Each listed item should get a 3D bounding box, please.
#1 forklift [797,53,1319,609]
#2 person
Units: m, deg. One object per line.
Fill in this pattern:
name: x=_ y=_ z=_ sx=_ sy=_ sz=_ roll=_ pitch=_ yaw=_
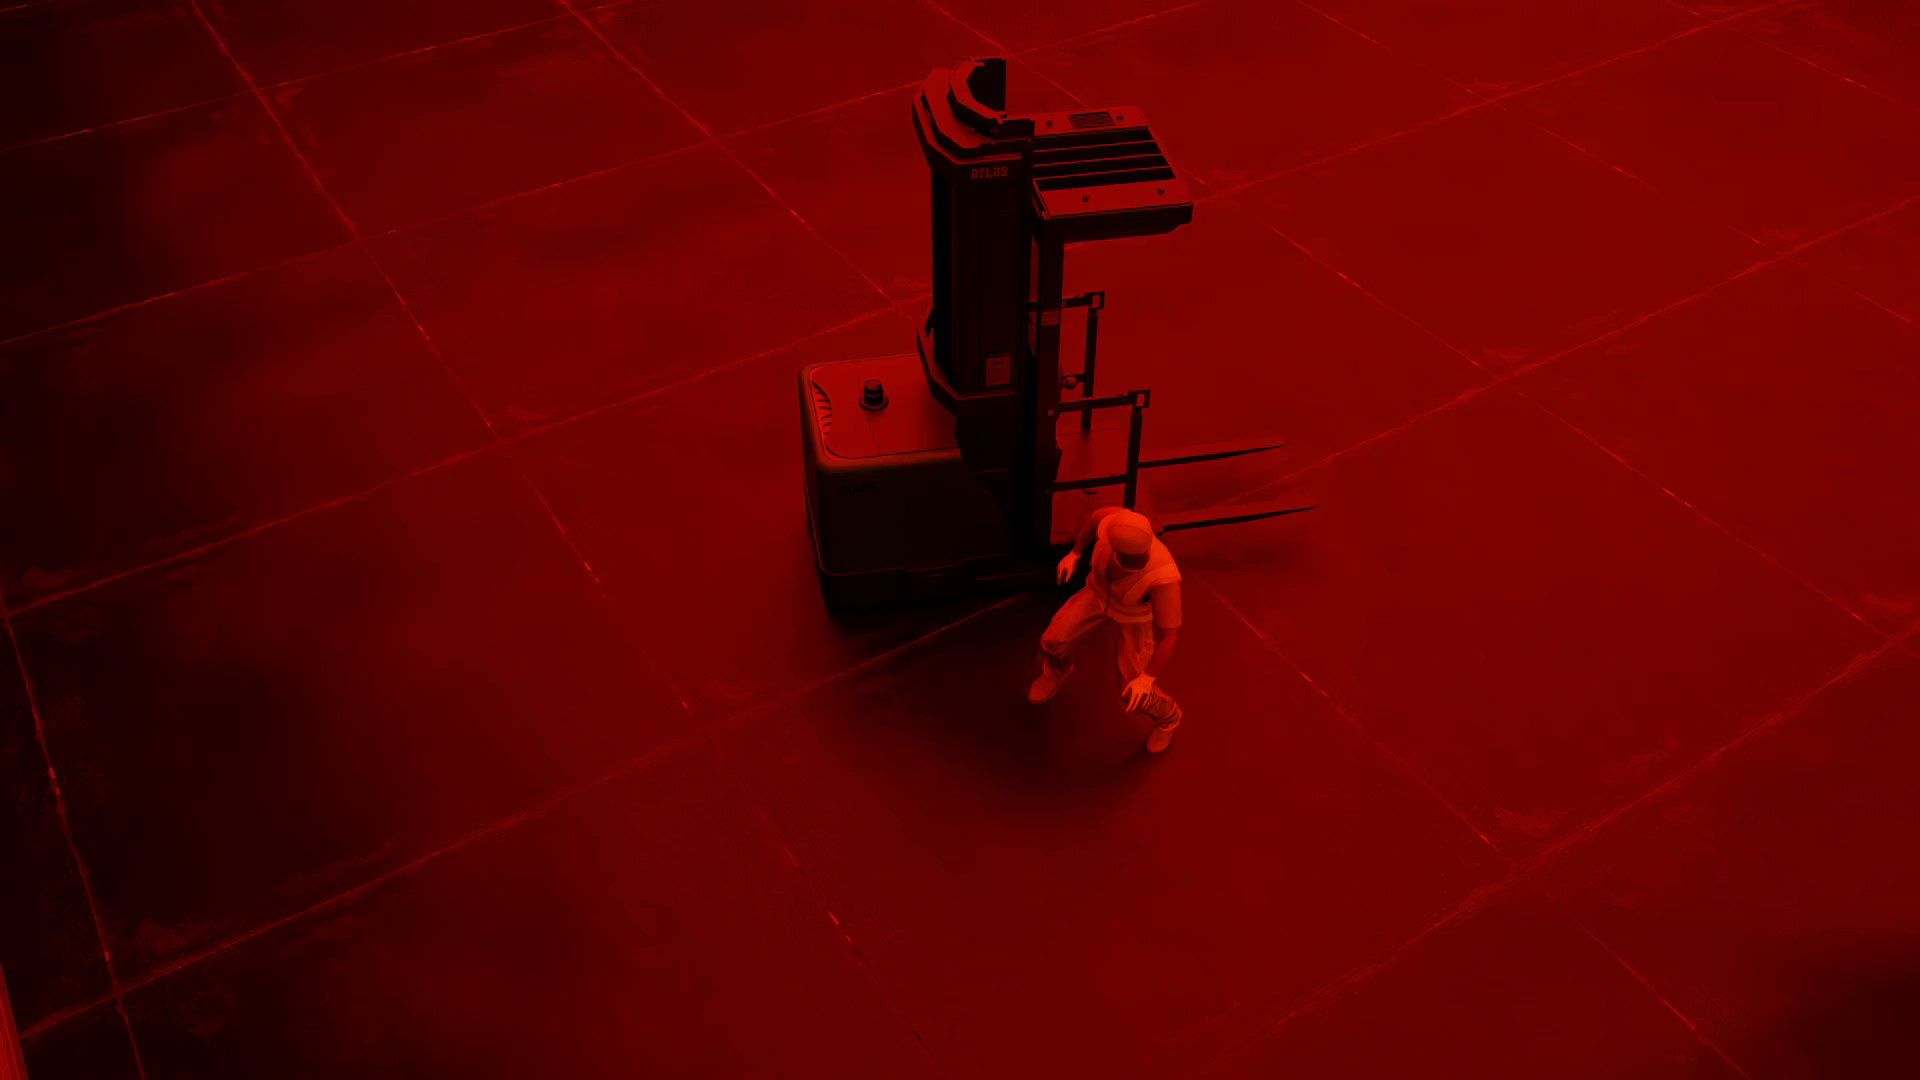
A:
forklift: x=0.614 y=-1.179 z=9.221 sx=3.031 sy=2.935 sz=1.130 roll=-7 pitch=42 yaw=-8
person: x=0.772 y=0.397 z=8.520 sx=0.826 sy=1.536 sz=0.699 roll=27 pitch=48 yaw=27
